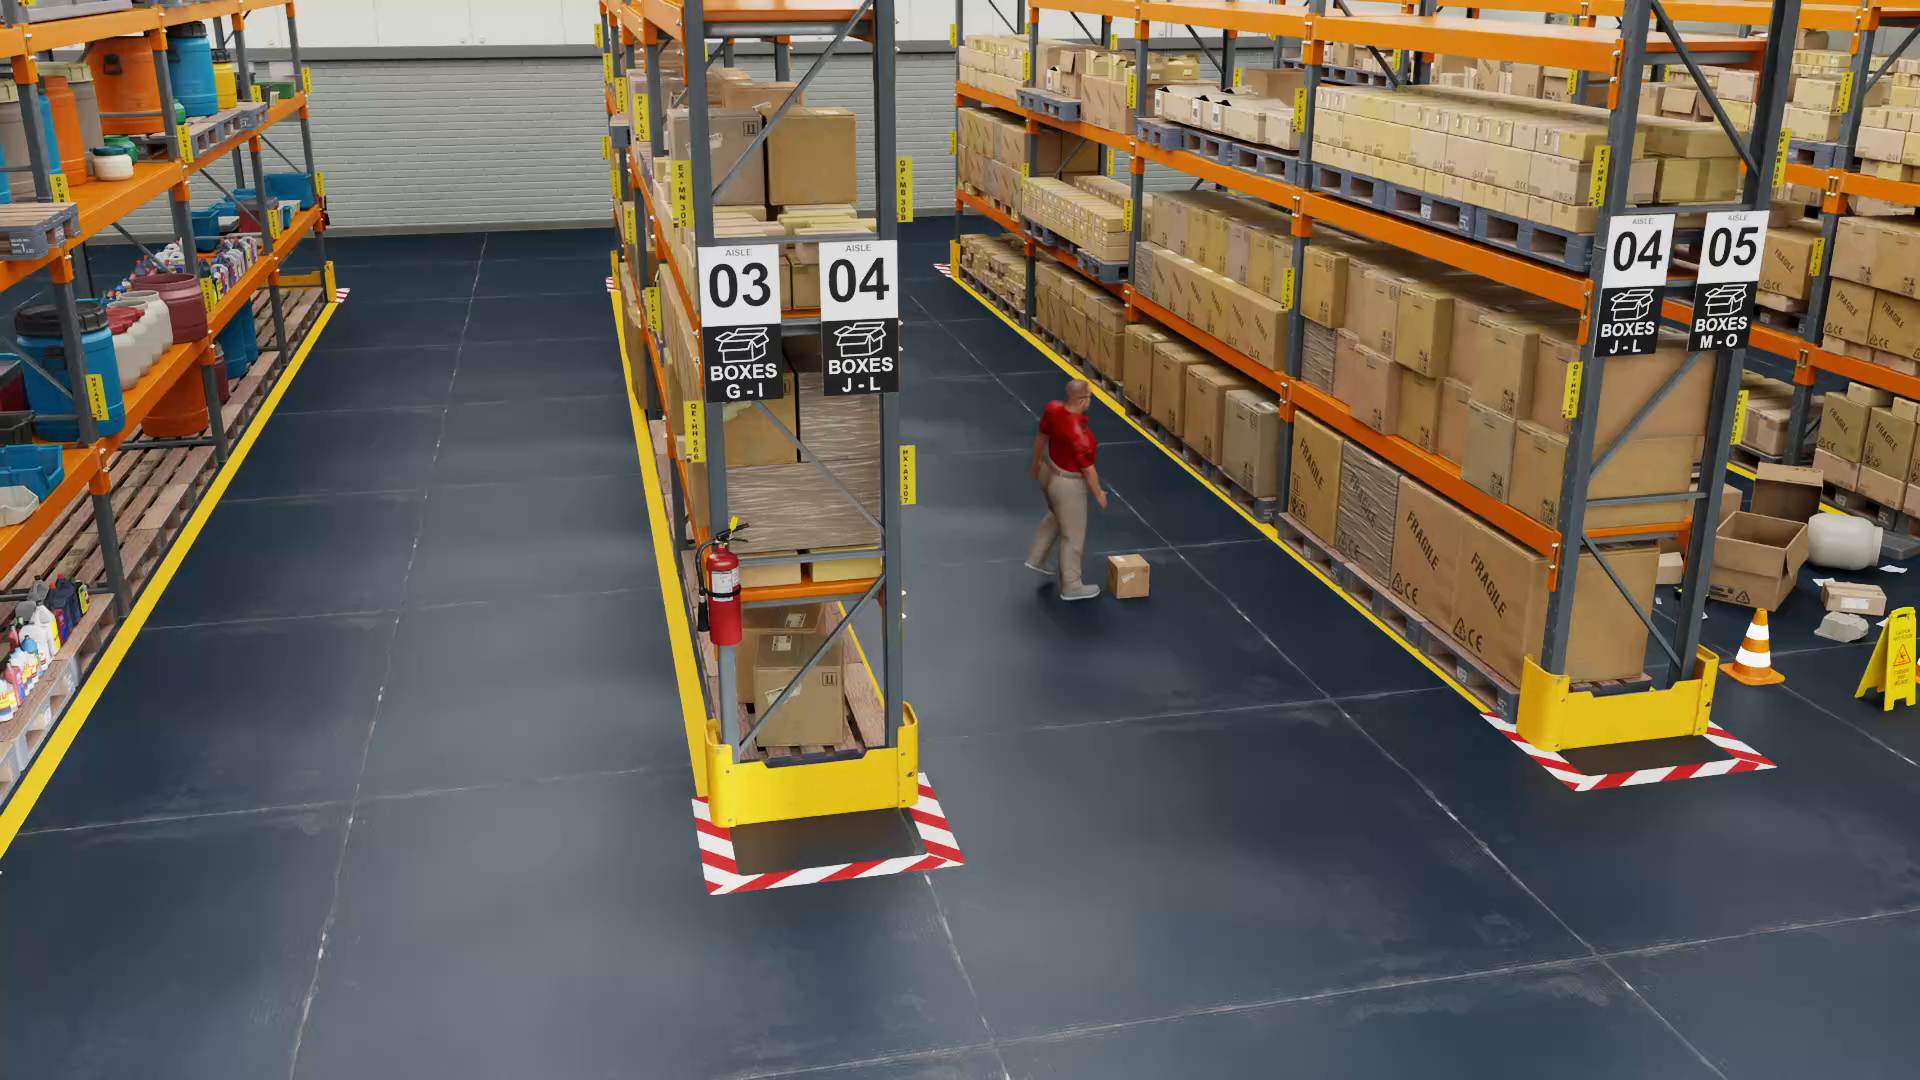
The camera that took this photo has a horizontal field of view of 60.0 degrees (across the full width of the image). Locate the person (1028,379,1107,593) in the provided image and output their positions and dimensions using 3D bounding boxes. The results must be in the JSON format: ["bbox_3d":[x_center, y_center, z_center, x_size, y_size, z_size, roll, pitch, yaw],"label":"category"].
[{"bbox_3d":[0.825,-0.423,12.181,0.458,1.656,0.736,-6,20,-17],"label":"person"}]
